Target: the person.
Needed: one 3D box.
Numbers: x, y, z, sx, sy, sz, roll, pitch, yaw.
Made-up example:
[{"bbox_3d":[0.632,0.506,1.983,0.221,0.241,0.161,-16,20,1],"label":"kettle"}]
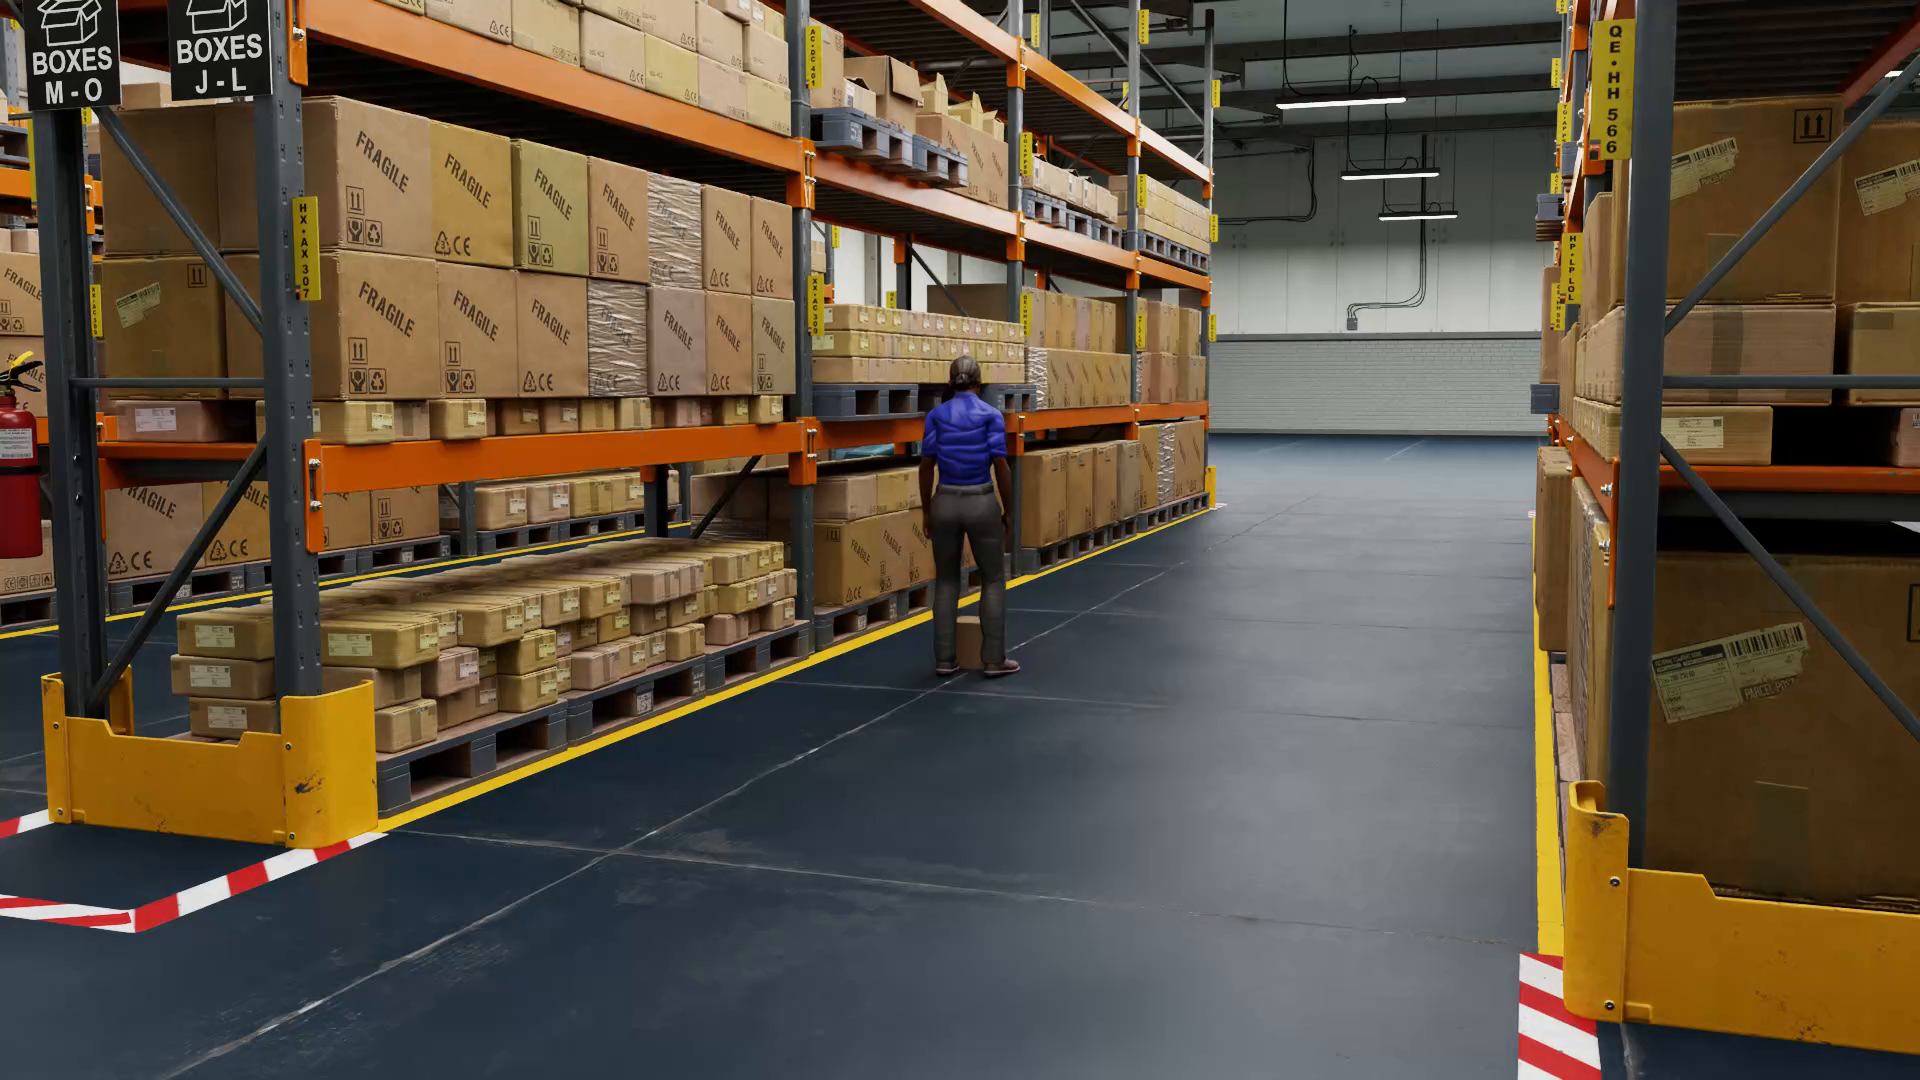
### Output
[{"bbox_3d":[0.043,-0.125,8.622,0.511,1.654,0.346,1,5,14],"label":"person"}]
